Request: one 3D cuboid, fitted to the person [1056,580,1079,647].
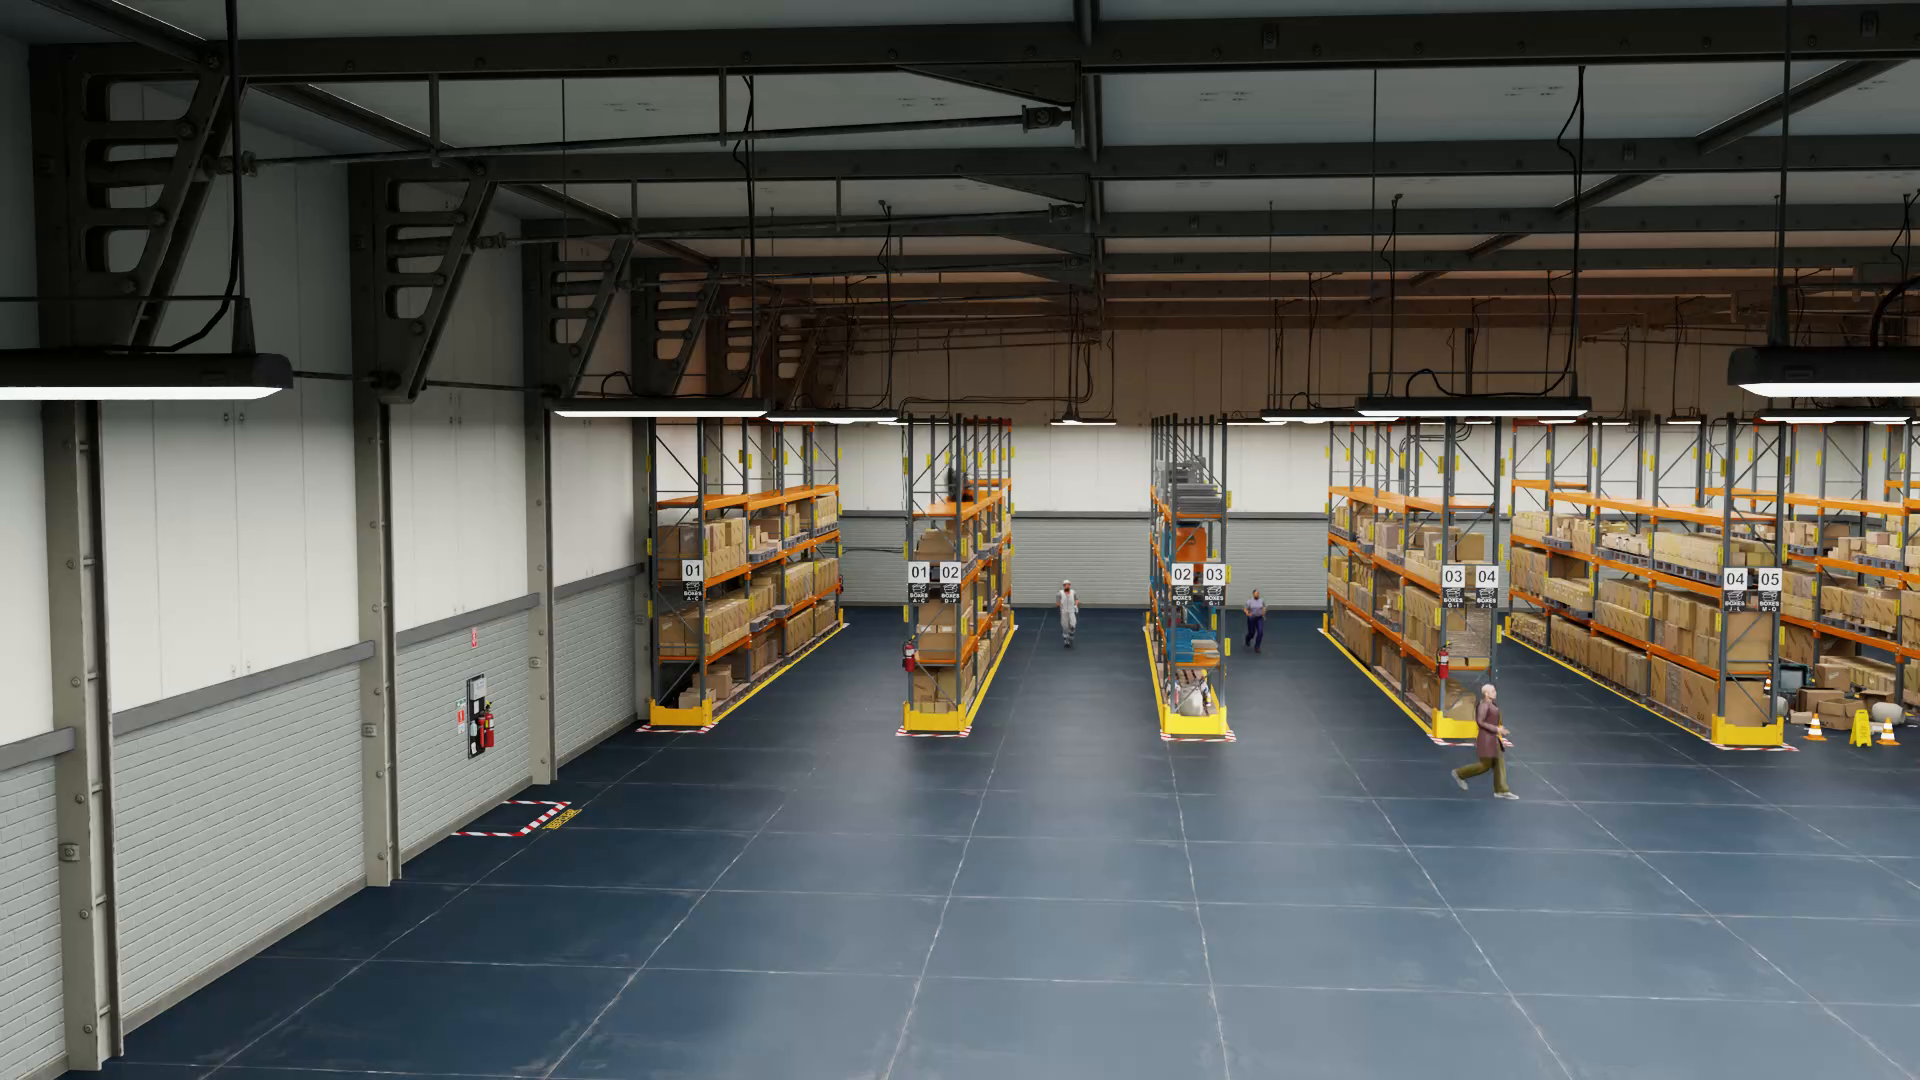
[{"bbox_3d":[2.816,1.913,43.421,0.629,1.754,0.575,0,4,-1],"label":"person"}]

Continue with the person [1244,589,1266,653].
[{"bbox_3d":[7.568,2.054,42.692,0.597,1.615,0.754,0,4,-7],"label":"person"}]

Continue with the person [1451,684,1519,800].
[{"bbox_3d":[8.134,3.108,25.708,1.018,1.767,0.709,2,4,30],"label":"person"}]
